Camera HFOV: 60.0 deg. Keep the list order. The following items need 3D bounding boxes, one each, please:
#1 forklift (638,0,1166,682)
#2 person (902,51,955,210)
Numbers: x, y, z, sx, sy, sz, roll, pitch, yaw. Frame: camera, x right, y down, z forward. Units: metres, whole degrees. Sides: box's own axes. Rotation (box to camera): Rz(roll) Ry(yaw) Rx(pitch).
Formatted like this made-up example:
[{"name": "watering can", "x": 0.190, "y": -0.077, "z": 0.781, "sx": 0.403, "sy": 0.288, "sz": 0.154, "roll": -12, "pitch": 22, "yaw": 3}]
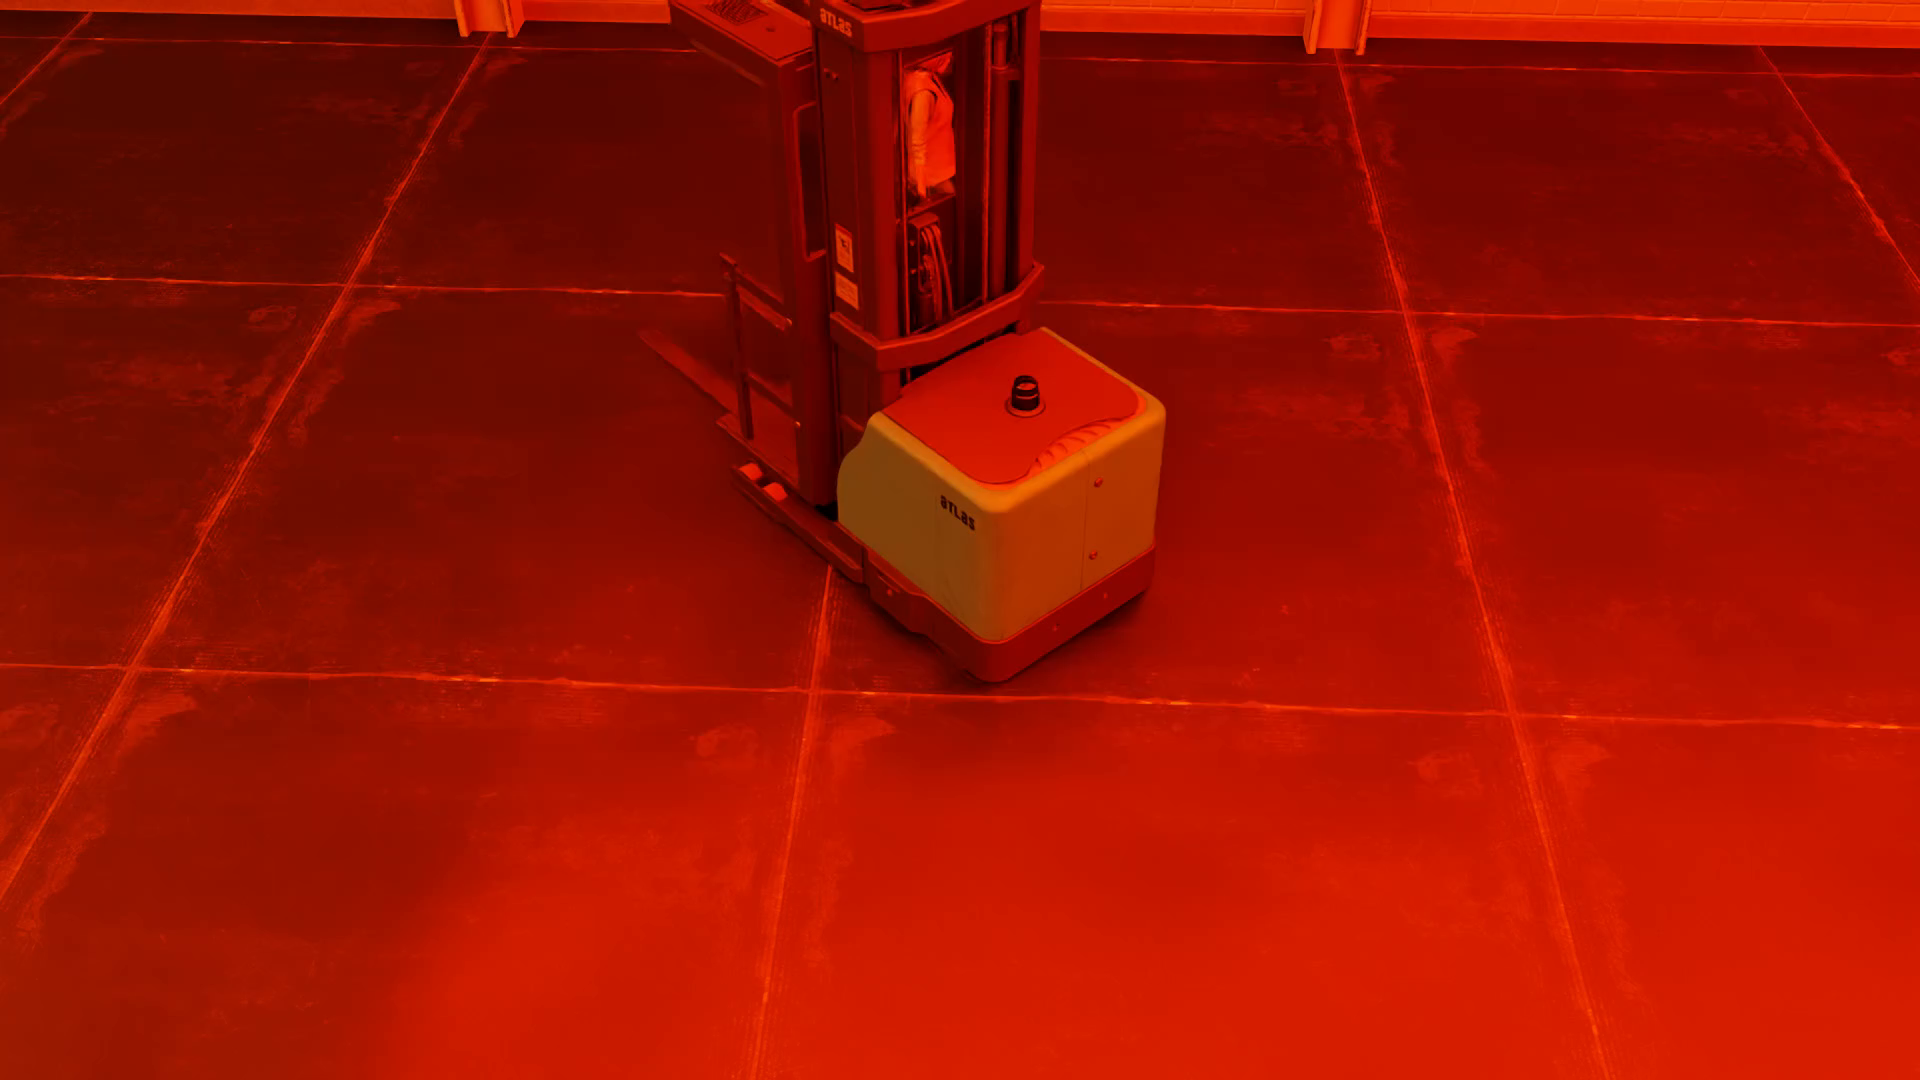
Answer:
[{"name": "forklift", "x": -0.463, "y": -1.392, "z": 7.267, "sx": 1.130, "sy": 2.935, "sz": 3.031, "roll": -30, "pitch": 50, "yaw": -29}, {"name": "person", "x": -0.149, "y": -2.014, "z": 9.016, "sx": 0.447, "sy": 1.506, "sz": 0.764, "roll": 0, "pitch": 42, "yaw": 1}]
